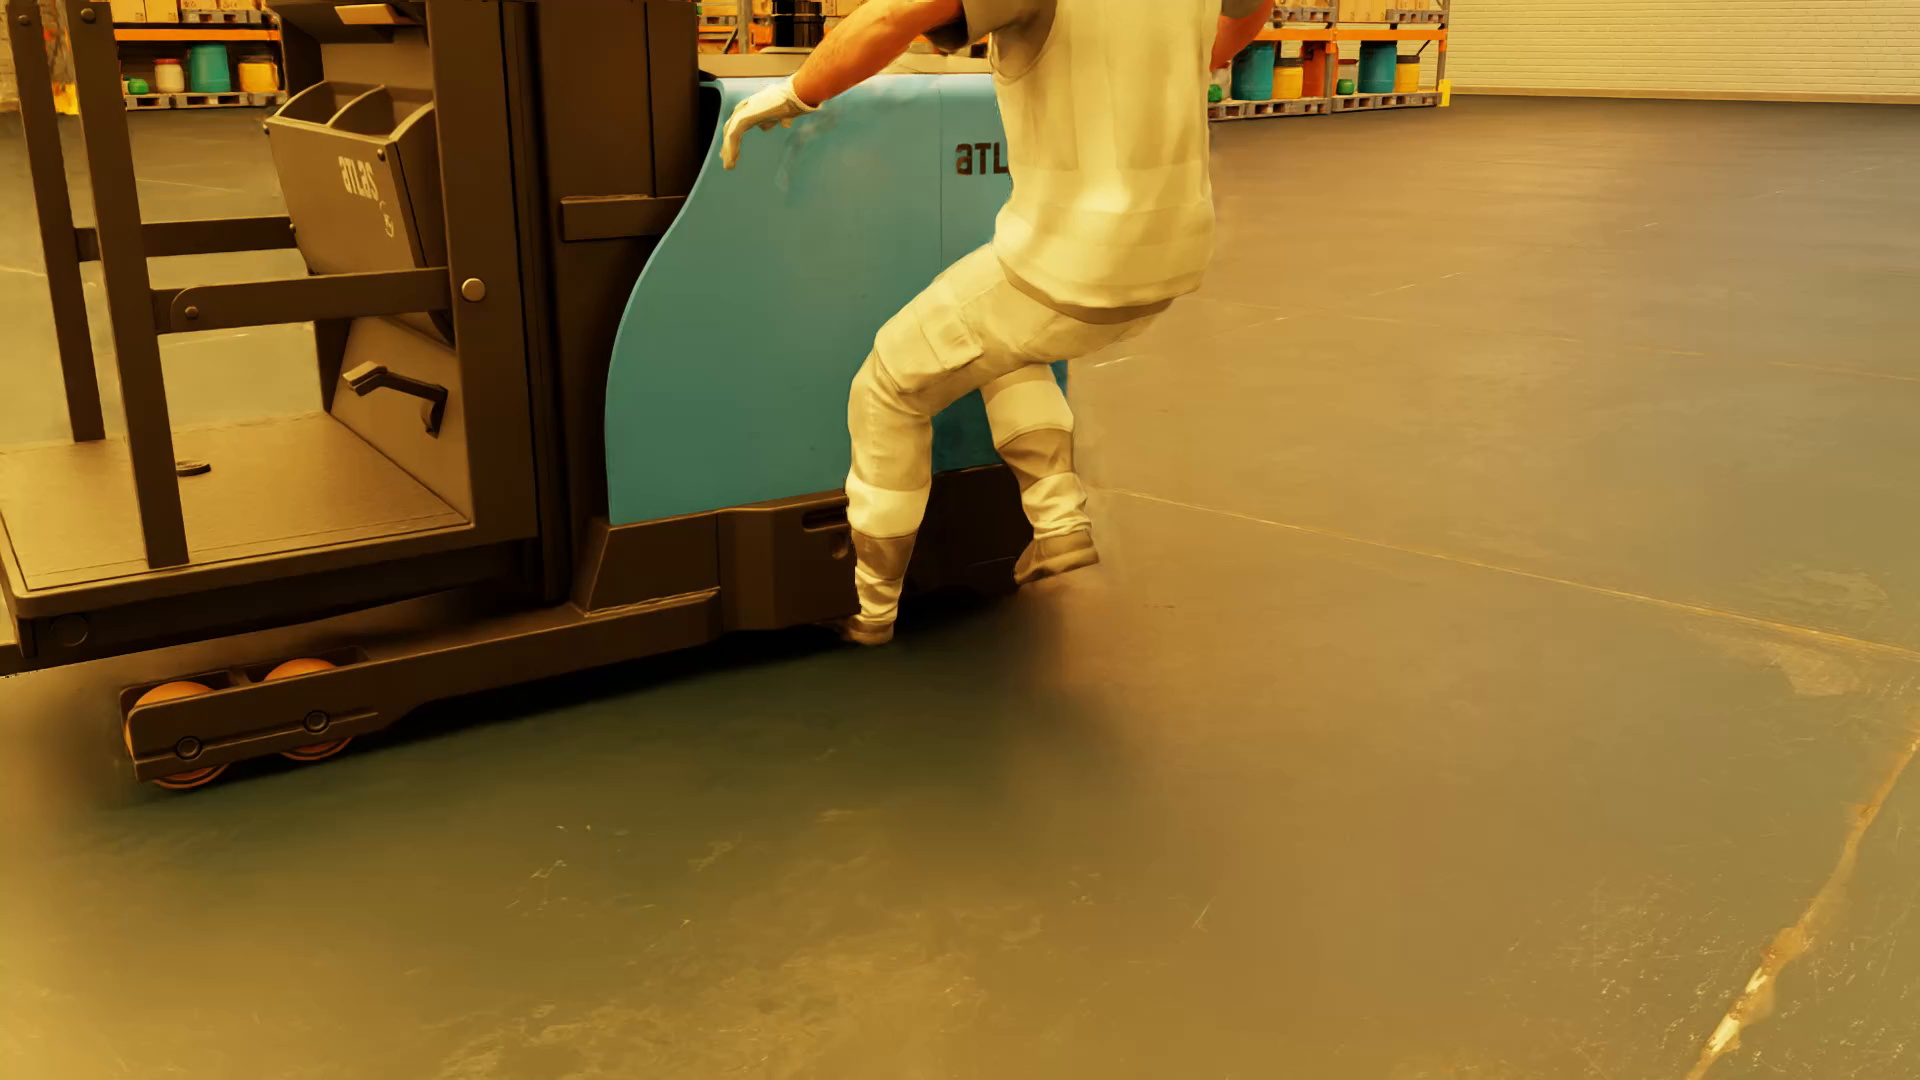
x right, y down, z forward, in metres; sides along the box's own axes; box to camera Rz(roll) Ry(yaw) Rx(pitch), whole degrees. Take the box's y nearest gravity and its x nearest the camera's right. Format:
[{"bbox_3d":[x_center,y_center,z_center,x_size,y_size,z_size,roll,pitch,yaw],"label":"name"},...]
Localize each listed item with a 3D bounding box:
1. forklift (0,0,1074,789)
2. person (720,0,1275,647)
[{"bbox_3d":[-1.274,-1.182,2.791,3.031,2.935,1.130,-11,20,-31],"label":"forklift"},{"bbox_3d":[0.045,-0.568,3.037,1.105,1.629,0.829,-14,22,-38],"label":"person"}]
